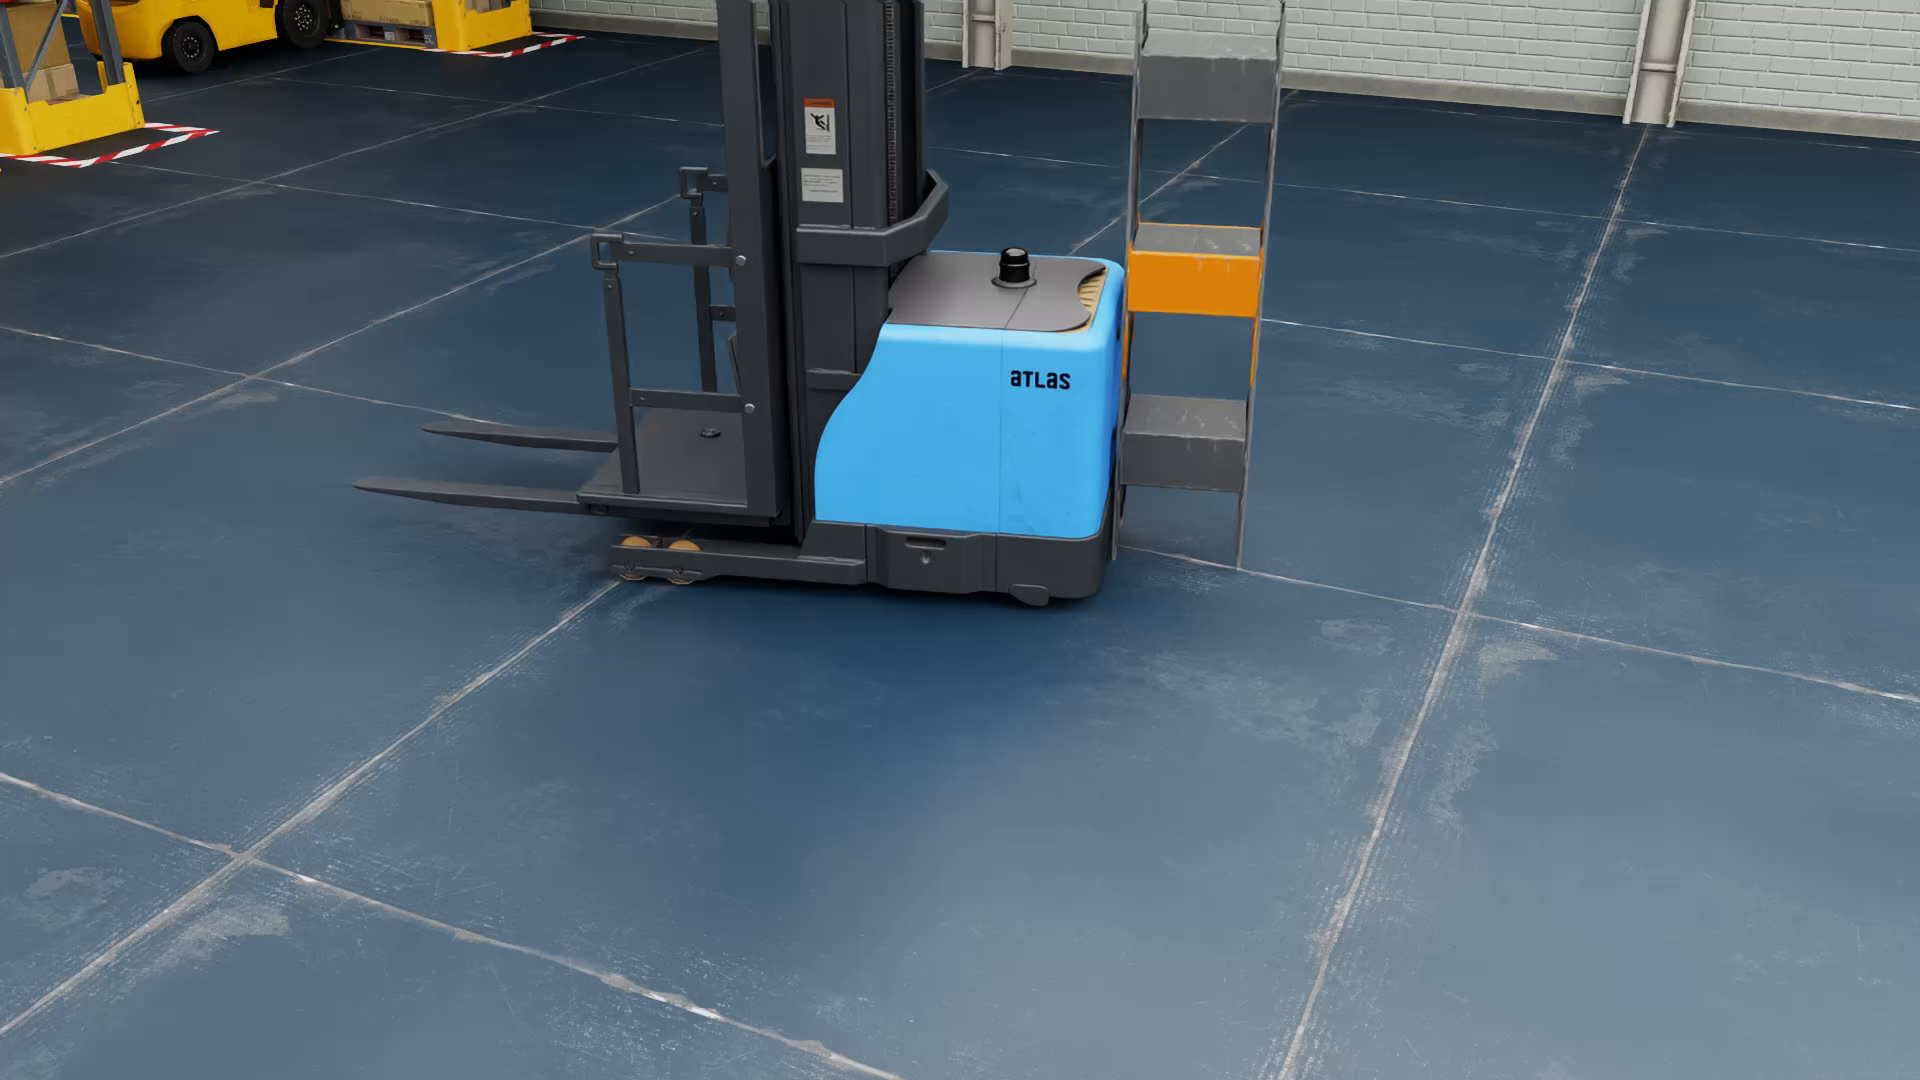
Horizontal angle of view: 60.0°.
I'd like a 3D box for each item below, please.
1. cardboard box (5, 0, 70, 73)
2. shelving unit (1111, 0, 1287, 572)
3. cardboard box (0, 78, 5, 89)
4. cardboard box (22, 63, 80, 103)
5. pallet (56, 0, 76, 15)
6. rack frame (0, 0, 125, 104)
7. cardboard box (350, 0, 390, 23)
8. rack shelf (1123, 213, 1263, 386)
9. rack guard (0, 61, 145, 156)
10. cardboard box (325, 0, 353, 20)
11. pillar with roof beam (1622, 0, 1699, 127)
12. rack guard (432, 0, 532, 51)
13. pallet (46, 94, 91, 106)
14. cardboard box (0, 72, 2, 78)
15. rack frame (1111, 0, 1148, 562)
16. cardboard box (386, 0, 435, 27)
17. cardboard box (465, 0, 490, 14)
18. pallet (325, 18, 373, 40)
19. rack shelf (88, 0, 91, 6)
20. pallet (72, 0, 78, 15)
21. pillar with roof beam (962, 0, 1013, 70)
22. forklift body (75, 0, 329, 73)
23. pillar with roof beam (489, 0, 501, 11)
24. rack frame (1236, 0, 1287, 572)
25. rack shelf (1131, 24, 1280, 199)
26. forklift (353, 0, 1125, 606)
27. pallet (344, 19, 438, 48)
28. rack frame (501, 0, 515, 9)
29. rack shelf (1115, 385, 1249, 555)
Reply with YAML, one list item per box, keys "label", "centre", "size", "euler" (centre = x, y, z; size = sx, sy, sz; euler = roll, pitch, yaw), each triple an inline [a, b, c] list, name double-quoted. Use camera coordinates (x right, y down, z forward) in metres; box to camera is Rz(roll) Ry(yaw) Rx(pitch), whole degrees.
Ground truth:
- label: "cardboard box"
  centre: [-7.632, -4.084, 13.437]
  size: [0.500, 0.500, 0.500]
  euler: [10, 28, 20]
- label: "shelving unit"
  centre: [0.880, -0.923, 6.247]
  size: [0.503, 2.100, 0.431]
  euler: [4, 27, 9]
- label: "cardboard box"
  centre: [-7.860, -3.529, 13.159]
  size: [0.500, 0.250, 0.500]
  euler: [11, 28, 22]
- label: "cardboard box"
  centre: [-7.610, -3.743, 13.595]
  size: [0.500, 0.250, 0.500]
  euler: [11, 28, 21]
- label: "pallet"
  centre: [-10.382, -6.348, 19.405]
  size: [1.213, 0.211, 1.003]
  euler: [11, 28, 22]
- label: "rack frame"
  centre: [-6.991, -4.530, 12.555]
  size: [0.127, 3.000, 1.000]
  euler: [11, 28, 22]
- label: "cardboard box"
  centre: [-5.947, -5.535, 17.233]
  size: [0.500, 0.250, 0.500]
  euler: [11, 28, 22]
- label: "rack shelf"
  centre: [0.880, -0.910, 6.253]
  size: [0.480, 0.518, 0.431]
  euler: [4, 27, 9]
- label: "rack guard"
  centre: [-7.060, -3.422, 13.135]
  size: [0.348, 0.500, 1.175]
  euler: [11, 28, 22]
- label: "cardboard box"
  centre: [-6.398, -5.630, 17.427]
  size: [0.500, 0.250, 0.500]
  euler: [12, 29, 22]
- label: "pillar with roof beam"
  centre: [3.942, -5.782, 8.307]
  size: [0.400, 9.000, 9.100]
  euler: [11, 28, 22]
- label: "rack guard"
  centre: [-4.917, -5.401, 17.153]
  size: [0.348, 0.500, 1.175]
  euler: [11, 28, 22]
- label: "pallet"
  centre: [-7.785, -3.455, 13.529]
  size: [1.213, 0.211, 1.003]
  euler: [11, 28, 22]
- label: "cardboard box"
  centre: [-7.828, -3.863, 12.988]
  size: [0.500, 0.500, 0.500]
  euler: [12, 28, 22]
- label: "rack frame"
  centre: [0.639, -0.941, 6.284]
  size: [0.015, 2.100, 0.400]
  euler: [4, 27, 9]
- label: "cardboard box"
  centre: [-5.498, -5.440, 17.041]
  size: [0.500, 0.250, 0.500]
  euler: [12, 28, 22]
- label: "cardboard box"
  centre: [-5.305, -5.650, 17.467]
  size: [0.500, 0.250, 0.500]
  euler: [11, 28, 22]
- label: "pallet"
  centre: [-6.759, -5.622, 17.930]
  size: [1.213, 0.211, 1.003]
  euler: [11, 28, 22]
- label: "rack shelf"
  centre: [-8.811, -4.573, 13.456]
  size: [4.000, 0.370, 1.077]
  euler: [11, 28, 22]
- label: "pallet"
  centre: [-9.267, -6.126, 18.953]
  size: [1.213, 0.211, 1.003]
  euler: [11, 28, 22]
- label: "pillar with roof beam"
  centre: [-1.520, -6.880, 10.535]
  size: [0.400, 9.000, 9.100]
  euler: [11, 28, 22]
- label: "forklift body"
  centre: [-7.421, -5.759, 16.012]
  size: [1.214, 2.155, 2.313]
  euler: [11, 28, 22]
- label: "pillar with roof beam"
  centre: [-6.982, -7.977, 12.764]
  size: [0.400, 9.000, 9.100]
  euler: [11, 28, 22]
- label: "rack frame"
  centre: [1.120, -0.905, 6.210]
  size: [0.015, 2.100, 0.400]
  euler: [4, 27, 9]
- label: "rack shelf"
  centre: [0.880, -1.538, 5.944]
  size: [0.480, 0.518, 0.431]
  euler: [4, 27, 9]
- label: "forklift"
  centre: [-0.898, -1.367, 6.208]
  size: [3.031, 2.935, 1.130]
  euler: [4, 27, 9]
- label: "pallet"
  centre: [-5.653, -5.398, 17.476]
  size: [1.213, 0.211, 1.003]
  euler: [11, 28, 22]
- label: "rack frame"
  centre: [-4.939, -6.526, 16.610]
  size: [0.127, 3.000, 1.000]
  euler: [11, 28, 22]
- label: "rack shelf"
  centre: [0.880, -0.282, 6.562]
  size: [0.480, 0.518, 0.431]
  euler: [4, 27, 9]
